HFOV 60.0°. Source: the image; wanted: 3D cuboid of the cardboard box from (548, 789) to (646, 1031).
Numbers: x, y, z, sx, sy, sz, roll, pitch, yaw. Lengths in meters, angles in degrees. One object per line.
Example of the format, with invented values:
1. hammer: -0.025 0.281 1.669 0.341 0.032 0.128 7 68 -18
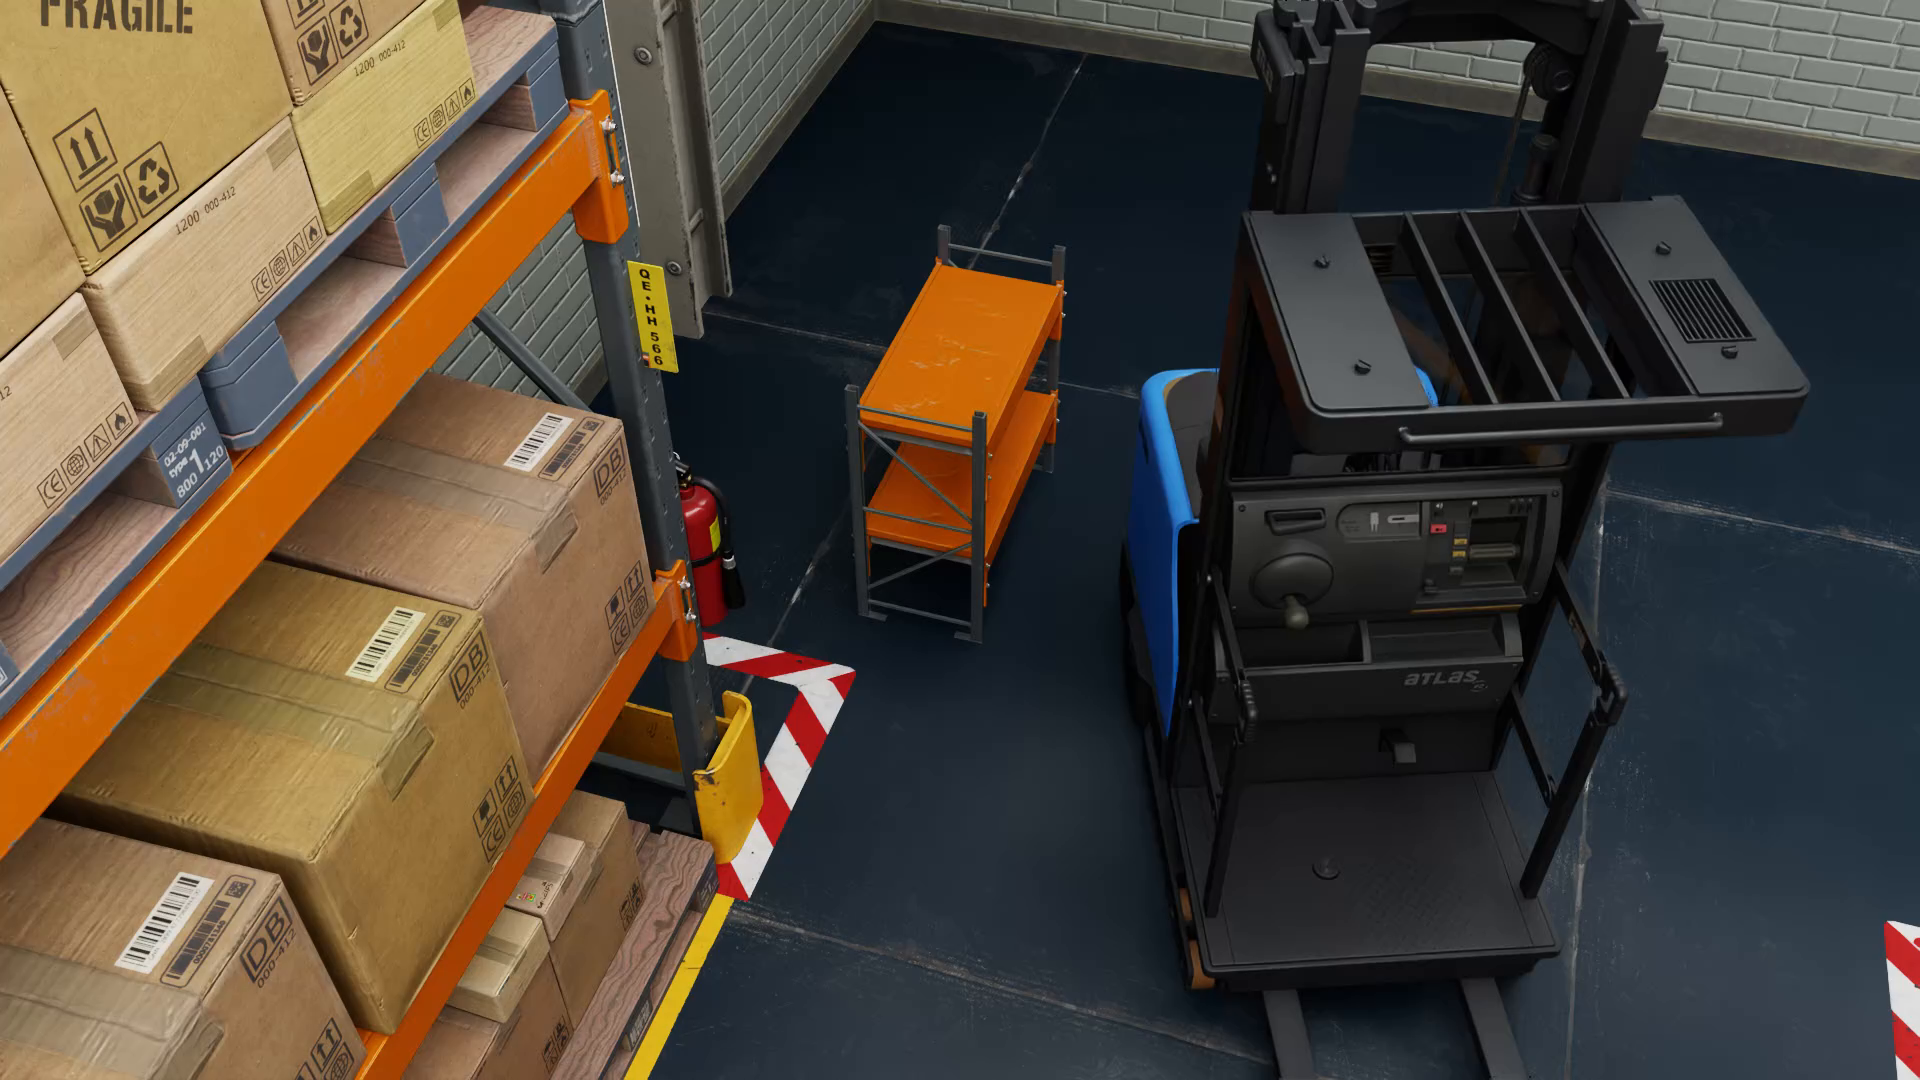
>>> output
1. cardboard box: -1.403 1.048 5.022 0.700 0.500 0.500 13 46 13

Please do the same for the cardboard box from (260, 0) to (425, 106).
1. cardboard box: -1.248 -1.110 2.794 0.500 0.500 0.500 12 46 12

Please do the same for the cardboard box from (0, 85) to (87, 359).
1. cardboard box: -1.560 -0.429 2.099 0.500 0.500 0.500 11 45 11

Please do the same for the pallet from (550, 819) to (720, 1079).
1. pallet: -1.454 1.363 5.206 1.003 0.211 1.213 13 46 13

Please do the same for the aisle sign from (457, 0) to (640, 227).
1. aisle sign: -0.979 -1.097 3.868 0.394 0.787 0.004 13 46 13

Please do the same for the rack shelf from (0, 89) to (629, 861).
1. rack shelf: -1.892 0.335 2.633 1.077 0.370 4.000 13 46 13

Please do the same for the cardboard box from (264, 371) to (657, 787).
1. cardboard box: -1.431 0.051 4.338 0.980 0.700 0.700 14 46 14

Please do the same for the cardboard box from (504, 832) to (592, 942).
1. cardboard box: -1.268 0.940 4.668 0.380 0.149 0.250 12 46 12

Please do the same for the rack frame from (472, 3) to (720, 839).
1. rack frame: -1.286 -0.183 4.793 1.000 3.000 0.127 13 46 13

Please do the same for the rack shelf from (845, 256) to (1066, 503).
1. rack shelf: 0.002 -0.616 6.156 0.538 0.278 1.000 13 46 13

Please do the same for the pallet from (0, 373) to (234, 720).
1. pallet: -1.869 0.089 2.433 1.003 0.211 1.213 13 46 13

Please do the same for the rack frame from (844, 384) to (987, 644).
1. rack frame: -0.152 -0.068 6.015 0.500 1.125 0.032 13 46 13

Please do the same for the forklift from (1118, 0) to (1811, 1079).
1. forklift: 1.237 0.132 4.520 1.130 2.935 3.031 -3 44 -3

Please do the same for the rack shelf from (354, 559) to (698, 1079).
1. rack shelf: -1.892 1.407 3.682 1.077 0.370 4.000 13 46 13

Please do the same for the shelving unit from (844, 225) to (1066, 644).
1. shelving unit: 0.002 -0.407 6.361 0.538 1.125 1.048 13 46 13

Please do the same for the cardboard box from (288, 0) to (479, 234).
1. cardboard box: -1.255 -0.843 3.058 0.500 0.250 0.500 14 46 14

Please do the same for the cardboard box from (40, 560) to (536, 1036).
1. cardboard box: -1.641 0.539 3.840 0.980 0.700 0.700 12 46 12

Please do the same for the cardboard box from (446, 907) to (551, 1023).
1. cardboard box: -1.345 1.111 4.494 0.380 0.149 0.250 14 46 14

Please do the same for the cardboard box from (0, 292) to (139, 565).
1. cardboard box: -1.565 -0.148 2.348 0.500 0.250 0.500 11 45 11

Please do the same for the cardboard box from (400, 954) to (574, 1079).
1. cardboard box: -1.554 1.381 4.681 0.700 0.500 0.500 12 46 12

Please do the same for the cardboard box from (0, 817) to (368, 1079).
1. cardboard box: -1.880 1.045 3.323 0.980 0.700 0.700 10 45 11

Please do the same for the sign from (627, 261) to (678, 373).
1. sign: -0.773 -0.558 4.178 0.100 0.325 0.005 13 46 13

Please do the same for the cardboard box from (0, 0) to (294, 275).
1. cardboard box: -1.410 -0.779 2.456 0.500 0.500 0.500 14 46 14

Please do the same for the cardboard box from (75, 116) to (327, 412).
1. cardboard box: -1.412 -0.496 2.703 0.500 0.250 0.500 11 45 11

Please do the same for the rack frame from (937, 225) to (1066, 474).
1. rack frame: 0.156 -0.745 6.707 0.500 1.125 0.032 13 46 13

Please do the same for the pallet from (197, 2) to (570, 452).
1. pallet: -1.501 -0.727 3.267 1.003 0.211 1.213 13 46 13

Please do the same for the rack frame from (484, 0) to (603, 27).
1. rack frame: -1.286 -2.328 2.695 1.000 3.000 0.127 13 46 13

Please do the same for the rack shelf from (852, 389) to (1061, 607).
1. rack shelf: 0.002 -0.232 6.532 0.538 0.278 1.000 13 46 13

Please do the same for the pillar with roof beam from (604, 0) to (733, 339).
1. pillar with roof beam: 2.810 -3.399 3.789 9.100 9.000 0.400 13 46 13

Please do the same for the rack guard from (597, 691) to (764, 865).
1. rack guard: -1.279 0.694 5.683 1.175 0.500 0.348 13 46 13

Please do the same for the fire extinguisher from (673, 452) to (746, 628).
1. fire extinguisher: -0.801 -0.025 4.953 0.296 0.674 0.183 13 46 13
